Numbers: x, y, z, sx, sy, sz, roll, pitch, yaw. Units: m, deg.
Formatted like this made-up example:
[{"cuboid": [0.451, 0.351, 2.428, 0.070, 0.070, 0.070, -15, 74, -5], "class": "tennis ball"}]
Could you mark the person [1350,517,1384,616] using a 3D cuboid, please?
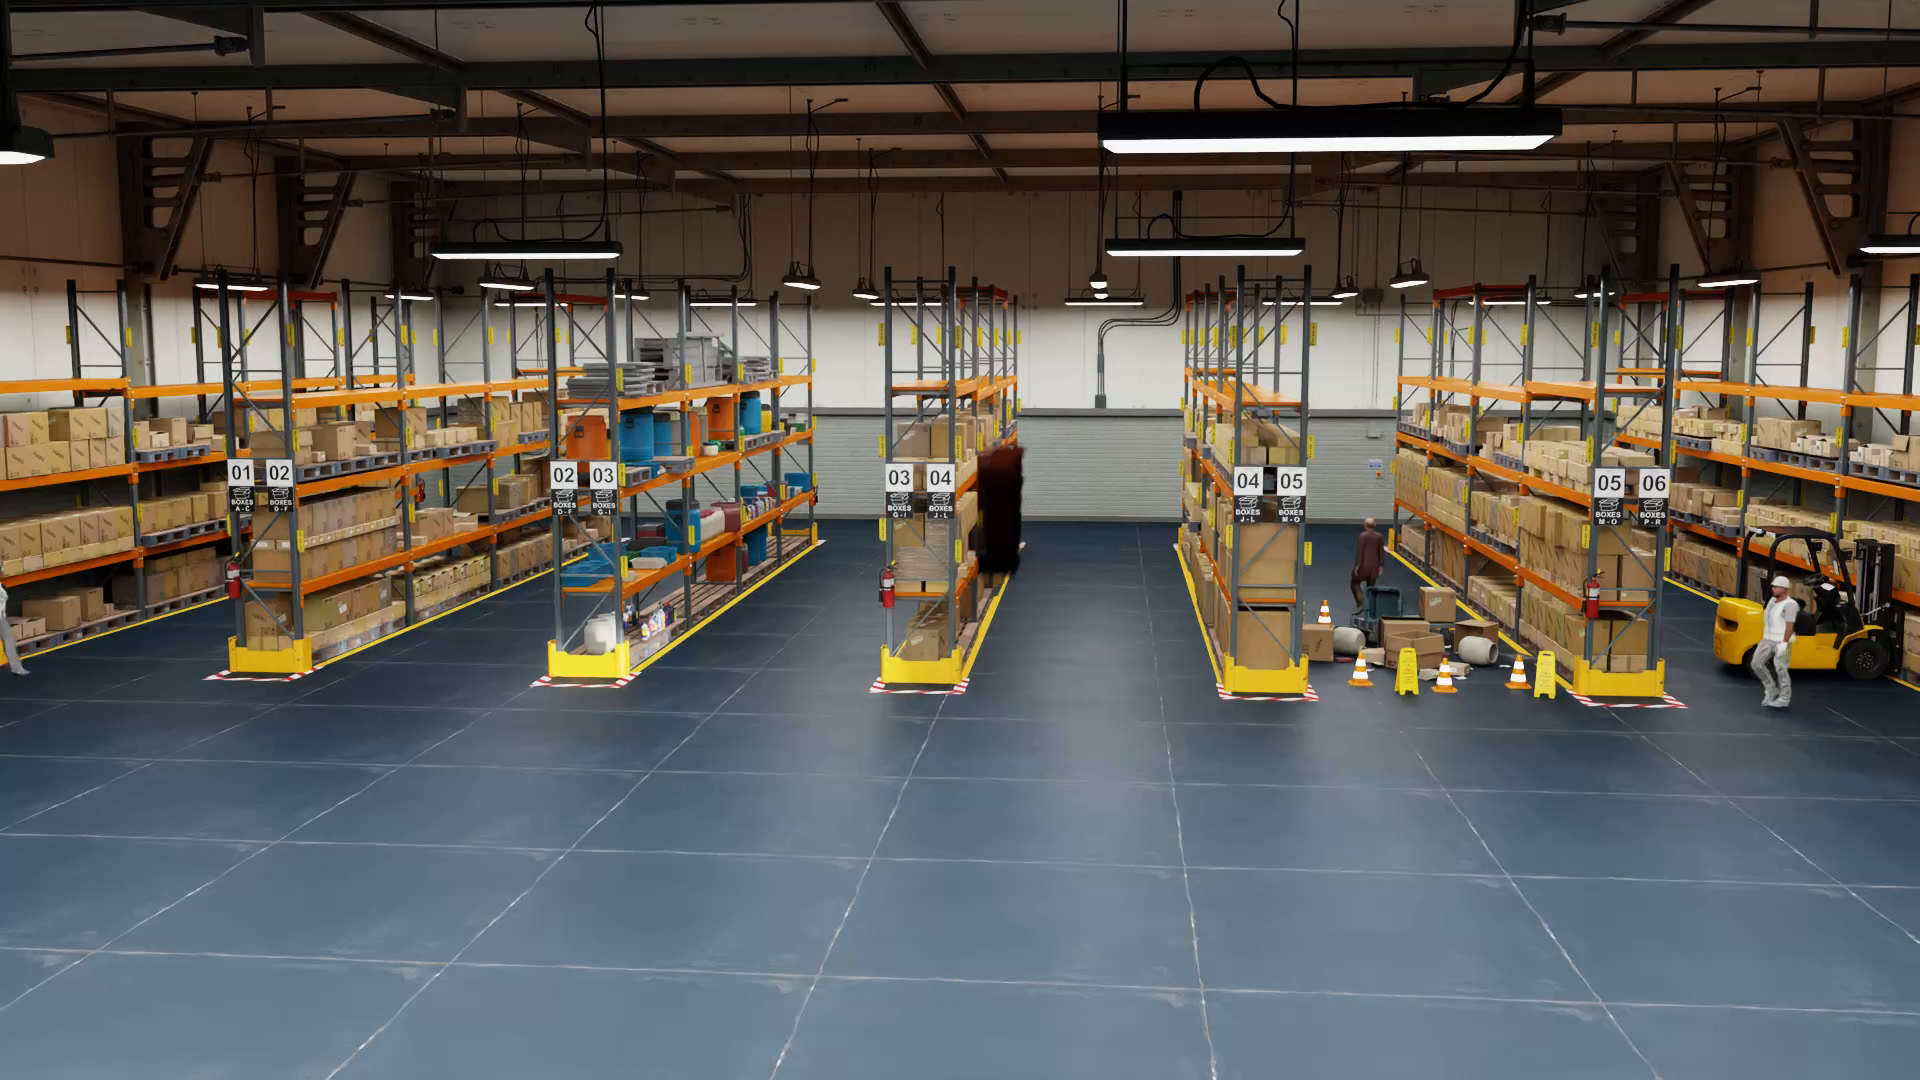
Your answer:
[{"cuboid": [7.355, 0.481, 30.008, 0.630, 1.789, 0.466, -2, 7, -19], "class": "person"}]

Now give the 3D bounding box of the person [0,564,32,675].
[{"cuboid": [-14.349, 1.192, 24.764, 0.764, 1.664, 0.543, -5, 9, -37], "class": "person"}]

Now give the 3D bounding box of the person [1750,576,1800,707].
[{"cuboid": [11.033, 1.389, 22.459, 0.468, 1.811, 0.567, -2, 7, -19], "class": "person"}]
